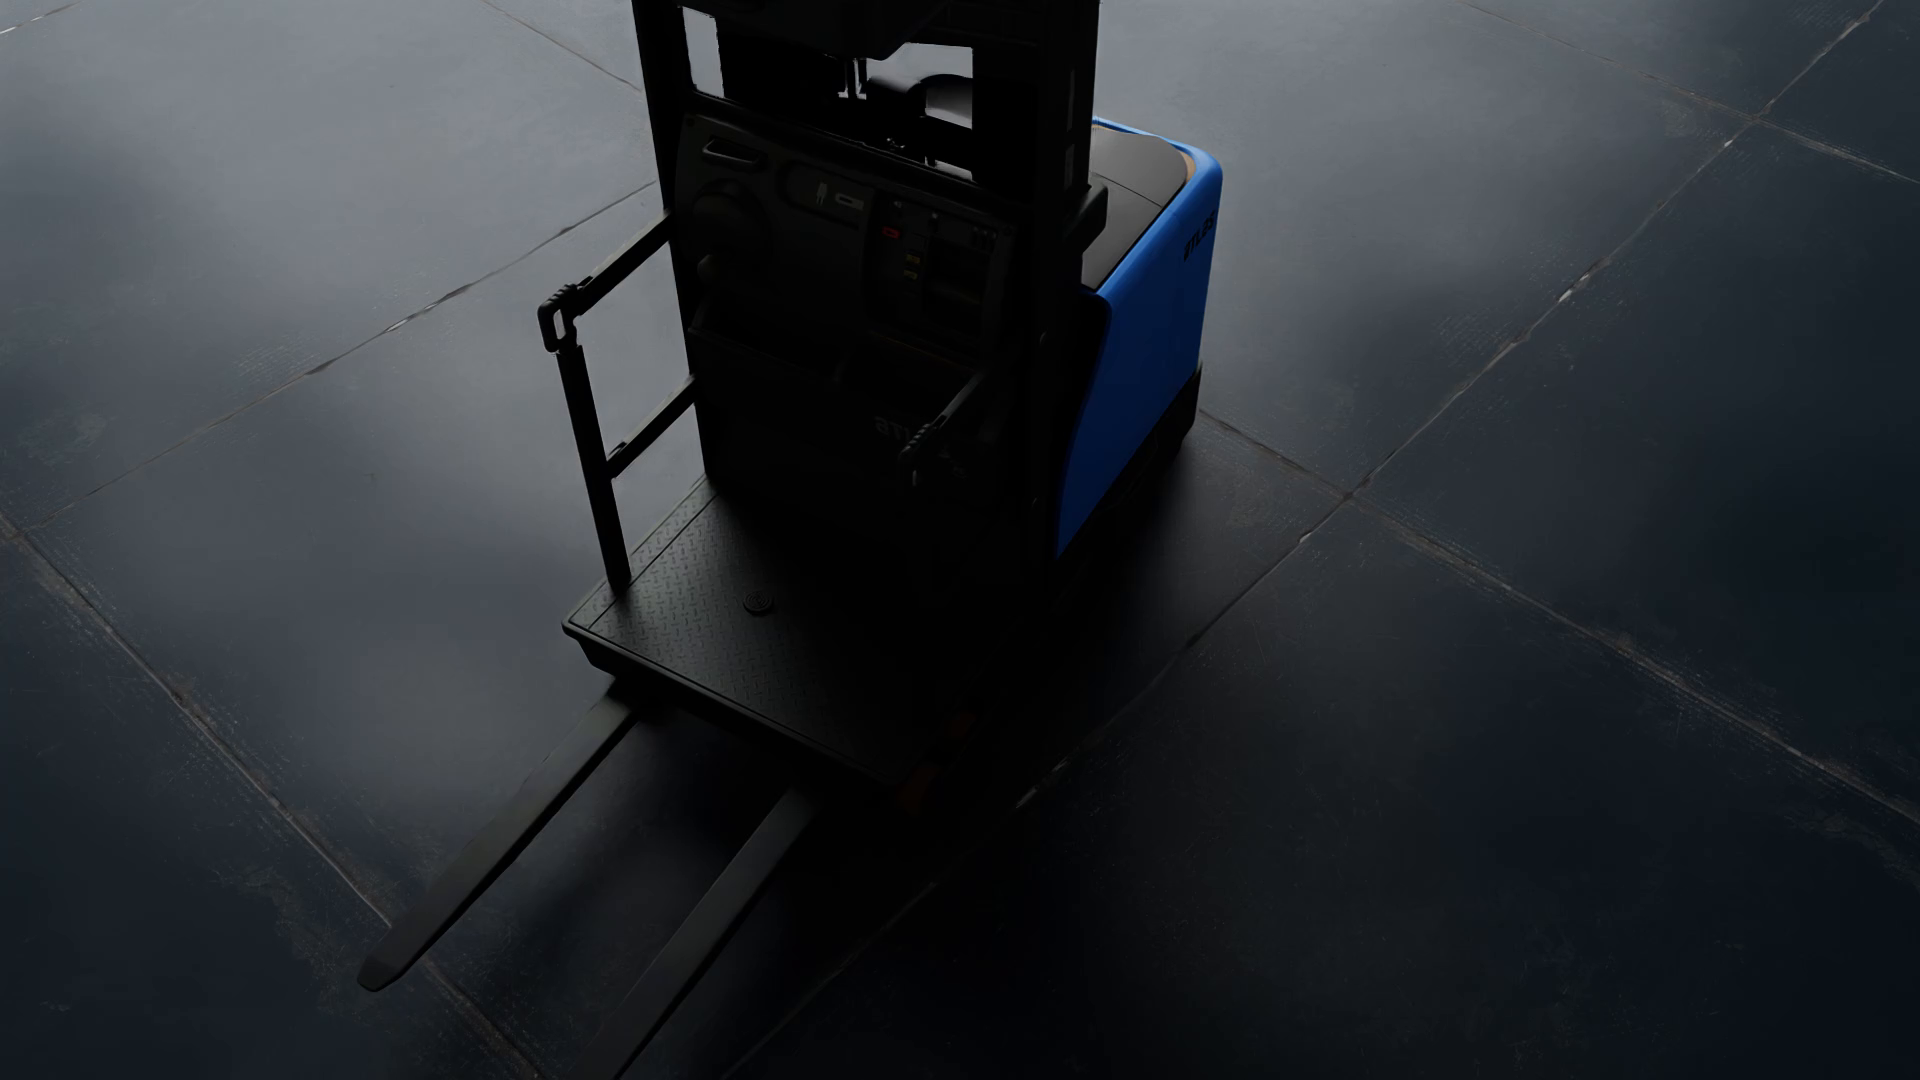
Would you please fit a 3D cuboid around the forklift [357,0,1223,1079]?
[{"bbox_3d":[-0.392,-0.634,3.834,1.130,2.935,3.031,23,51,20],"label":"forklift"}]

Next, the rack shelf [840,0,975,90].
[{"bbox_3d":[0.009,-1.667,5.251,0.720,0.370,0.431,6,47,5],"label":"rack shelf"}]

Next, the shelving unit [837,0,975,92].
[{"bbox_3d":[0.009,-1.399,5.535,0.755,1.500,0.431,6,47,5],"label":"shelving unit"}]

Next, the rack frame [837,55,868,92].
[{"bbox_3d":[-0.354,-1.436,5.570,0.023,1.500,0.400,6,47,5],"label":"rack frame"}]
